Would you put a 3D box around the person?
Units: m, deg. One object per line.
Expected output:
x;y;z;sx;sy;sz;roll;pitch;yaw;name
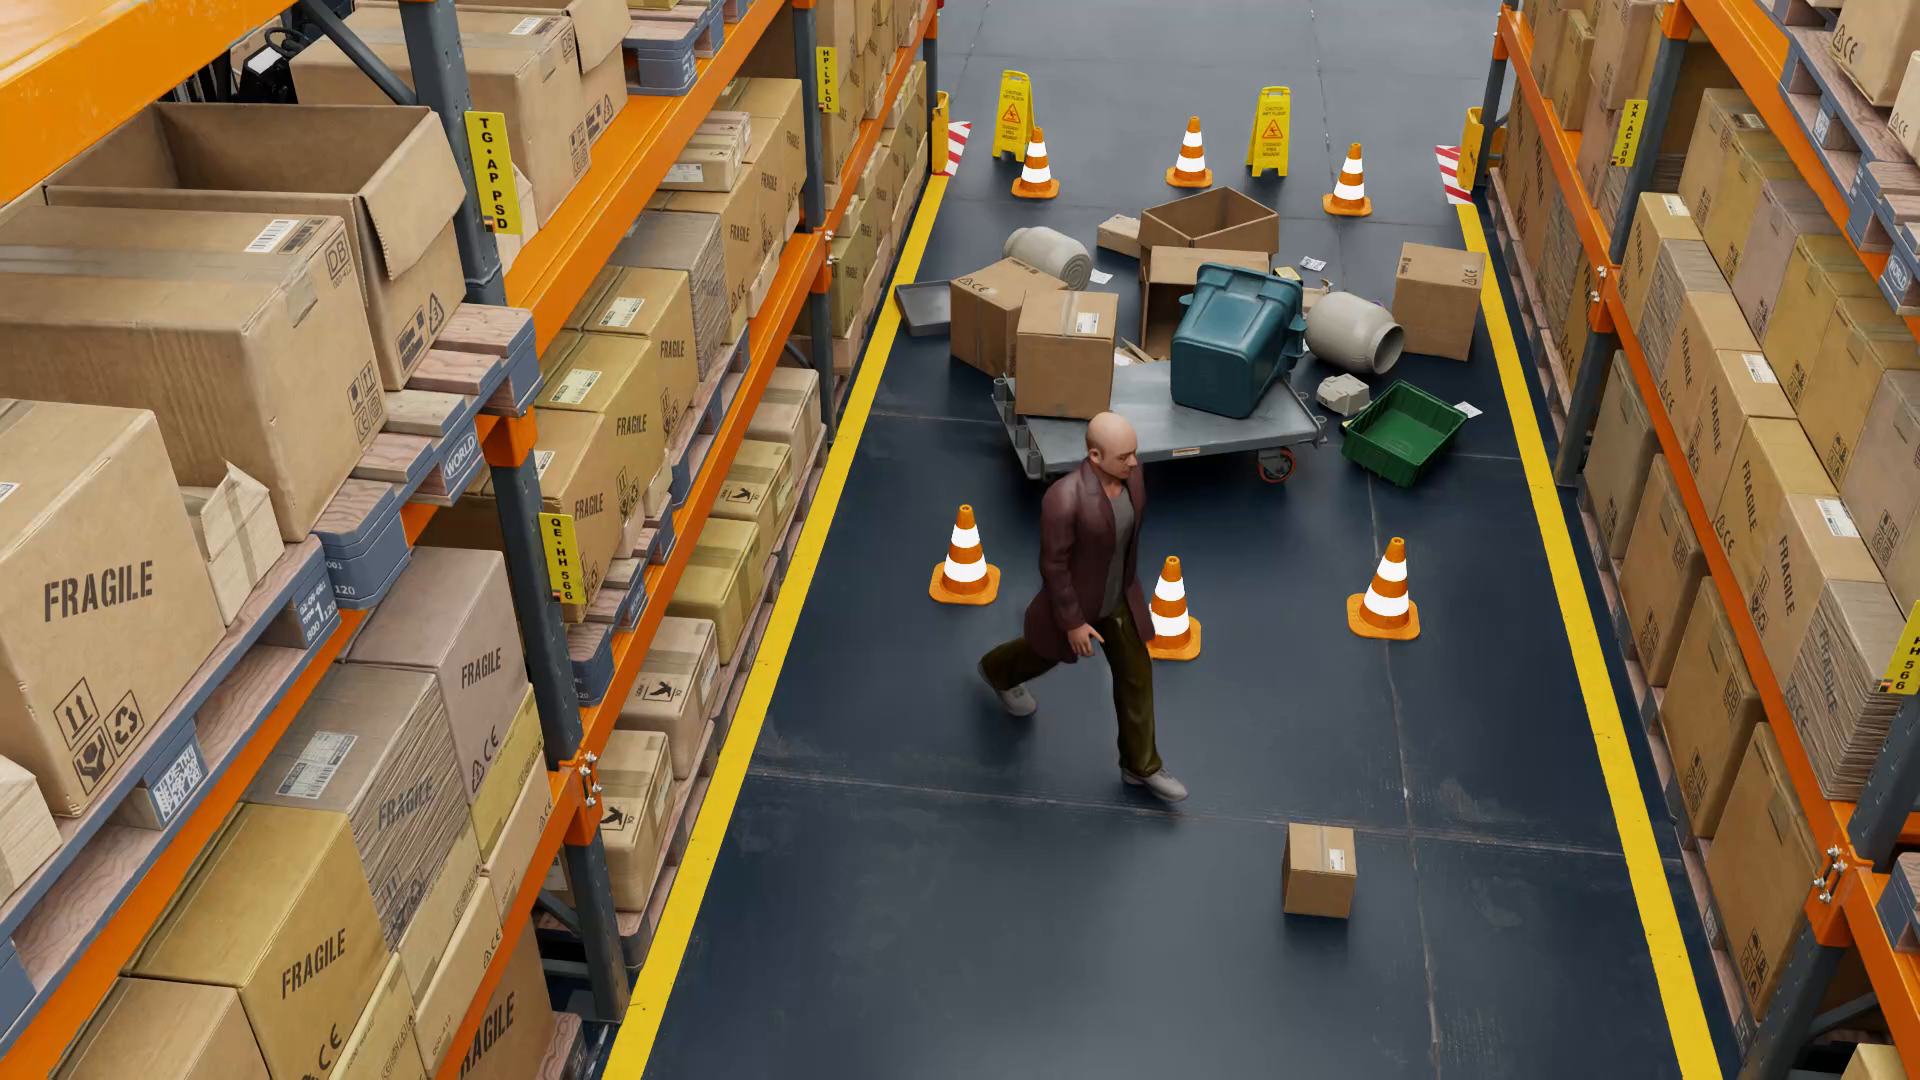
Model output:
0.508;0.216;6.776;0.548;1.733;1.175;-24;42;-29;person
